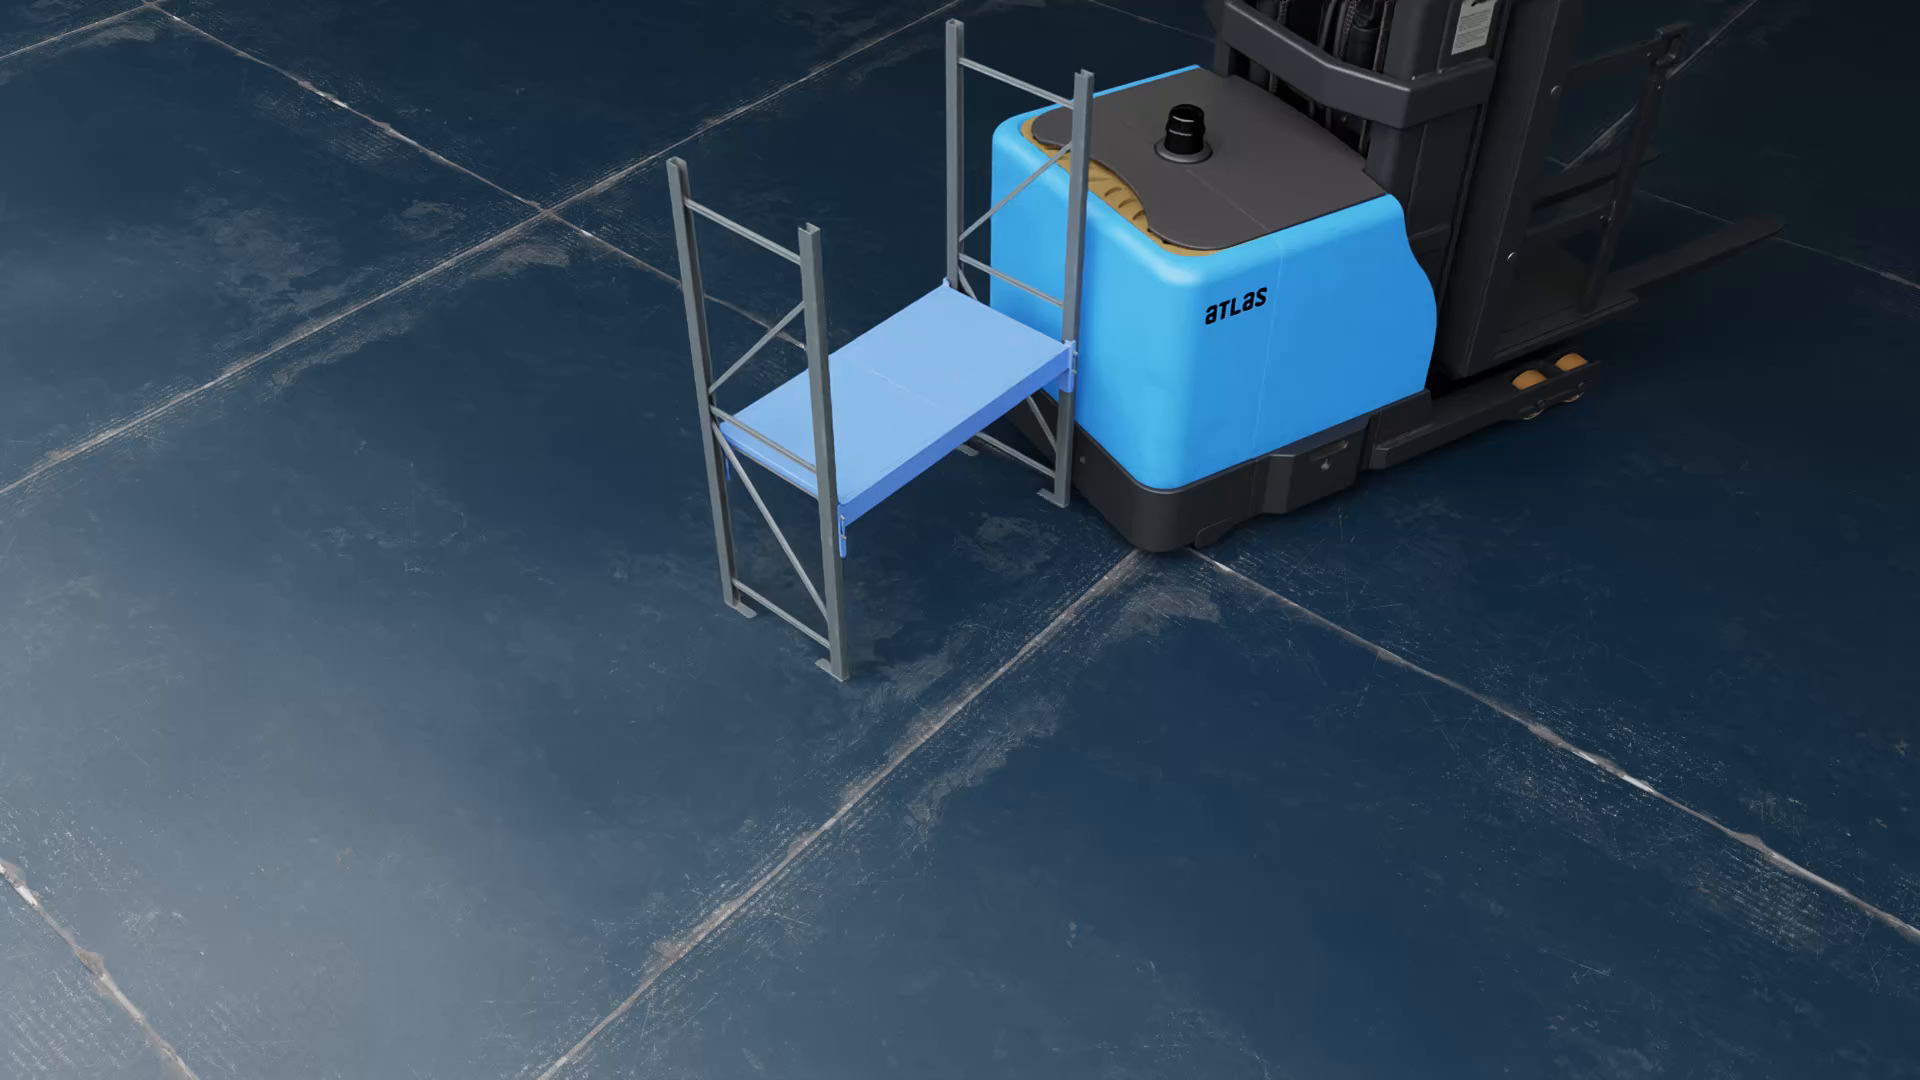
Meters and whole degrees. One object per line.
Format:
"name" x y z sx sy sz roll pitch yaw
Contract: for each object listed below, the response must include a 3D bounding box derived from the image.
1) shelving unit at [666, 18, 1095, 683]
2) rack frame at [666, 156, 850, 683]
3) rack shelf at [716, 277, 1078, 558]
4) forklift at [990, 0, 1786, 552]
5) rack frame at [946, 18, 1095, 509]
"shelving unit" -0.180 -0.517 4.704 0.538 1.500 1.048 31 51 29
"rack frame" -0.517 -0.261 4.422 0.500 1.500 0.032 31 51 29
"rack shelf" -0.180 -0.384 4.825 0.538 0.185 1.000 31 51 29
"forklift" 1.617 -1.785 5.034 3.031 2.935 1.130 -21 46 -22
"rack frame" 0.157 -0.773 4.985 0.500 1.500 0.032 31 51 29
